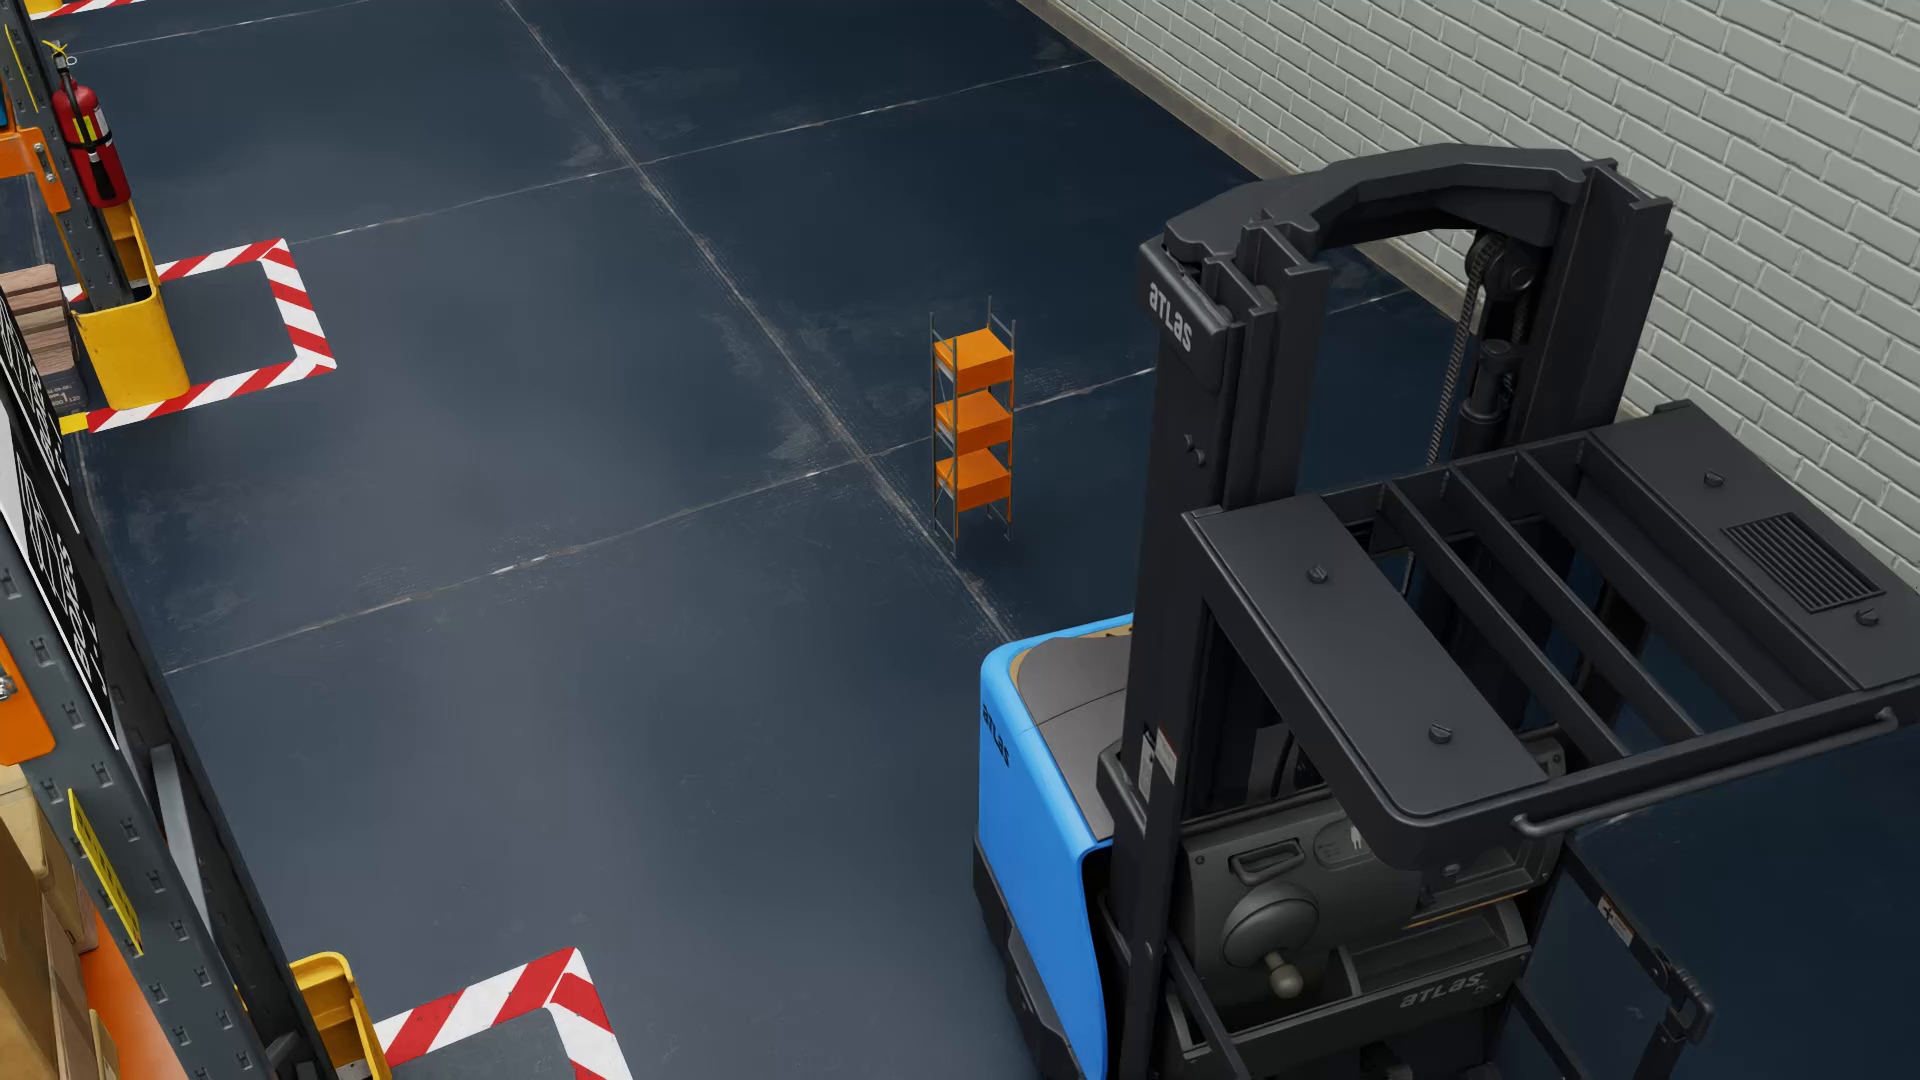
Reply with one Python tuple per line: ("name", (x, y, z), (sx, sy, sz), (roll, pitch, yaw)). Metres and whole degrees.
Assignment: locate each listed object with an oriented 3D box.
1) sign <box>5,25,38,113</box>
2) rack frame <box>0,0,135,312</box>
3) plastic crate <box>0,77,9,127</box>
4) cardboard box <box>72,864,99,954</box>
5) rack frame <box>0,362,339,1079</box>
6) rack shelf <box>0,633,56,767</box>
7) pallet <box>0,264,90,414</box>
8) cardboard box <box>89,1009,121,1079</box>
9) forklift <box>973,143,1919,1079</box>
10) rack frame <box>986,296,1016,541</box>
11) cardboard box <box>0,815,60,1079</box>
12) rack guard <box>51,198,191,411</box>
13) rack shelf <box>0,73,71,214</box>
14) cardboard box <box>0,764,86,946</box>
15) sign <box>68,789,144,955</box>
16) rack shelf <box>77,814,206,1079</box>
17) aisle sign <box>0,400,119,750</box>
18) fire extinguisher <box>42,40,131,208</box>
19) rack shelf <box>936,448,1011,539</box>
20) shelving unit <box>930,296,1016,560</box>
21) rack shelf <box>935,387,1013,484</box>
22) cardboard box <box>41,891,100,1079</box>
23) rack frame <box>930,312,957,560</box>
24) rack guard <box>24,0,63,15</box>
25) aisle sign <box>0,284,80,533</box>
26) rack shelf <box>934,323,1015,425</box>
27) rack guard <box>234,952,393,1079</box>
("sign", (-3.647, -1.830, 6.464), (0.005, 0.325, 0.100), (-19, 44, -21))
("rack frame", (-3.916, -2.078, 6.884), (0.127, 3.000, 1.000), (-19, 44, -21))
("plastic crate", (-4.126, -1.908, 6.608), (0.499, 0.435, 0.616), (-19, 44, -21))
("cardboard box", (-2.095, 0.773, 3.710), (0.250, 0.149, 0.380), (-18, 43, -20))
("rack frame", (-1.626, 0.762, 3.528), (0.053, 2.616, 0.949), (-19, 44, -21))
("rack shelf", (-3.402, 0.486, 2.089), (4.000, 0.370, 1.077), (-19, 44, -21))
("pallet", (-4.665, -0.790, 7.520), (1.213, 0.211, 1.003), (-19, 44, -21))
("cardboard box", (-1.792, 1.151, 3.263), (0.250, 0.149, 0.380), (-18, 43, -20))
("forklift", (1.003, 0.809, 3.526), (1.130, 2.935, 3.031), (-13, 42, -14))
("rack frame", (0.156, -0.453, 6.473), (0.008, 1.050, 0.200), (-19, 44, -21))
("cardboard box", (-1.939, 0.713, 2.891), (0.500, 0.500, 0.500), (-18, 43, -20))
("rack guard", (-3.900, -1.139, 7.708), (0.348, 0.500, 1.175), (-19, 44, -21))
("rack shelf", (-5.690, -1.207, 6.411), (4.000, 0.370, 1.077), (-19, 44, -21))
("cardboard box", (-2.178, 0.692, 3.496), (0.500, 0.250, 0.500), (-20, 44, -22))
("sign", (-1.390, 0.543, 2.708), (0.005, 0.325, 0.100), (-19, 44, -21))
("rack shelf", (-3.402, 1.631, 3.058), (4.000, 0.370, 1.077), (-19, 44, -21))
("aisle sign", (-1.425, -0.082, 2.513), (0.004, 0.787, 0.394), (-19, 44, -21))
("fire extinguisher", (-3.572, -1.691, 6.775), (0.183, 0.674, 0.296), (-19, 44, -21))
("rack shelf", (0.047, -0.196, 6.616), (0.240, 0.259, 0.215), (-19, 44, -21))
("shelving unit", (0.047, -0.417, 6.430), (0.252, 1.050, 0.215), (-19, 44, -21))
("rack shelf", (0.047, -0.409, 6.436), (0.240, 0.259, 0.215), (-19, 44, -21))
("cardboard box", (-1.935, 1.000, 3.132), (0.500, 0.250, 0.500), (-19, 44, -21))
("rack frame", (-0.061, -0.380, 6.387), (0.008, 1.050, 0.200), (-19, 44, -21))
("rack guard", (-6.268, -3.941, 11.019), (0.348, 0.500, 1.175), (-19, 44, -21))
("aisle sign", (-1.703, -0.426, 2.919), (0.004, 0.787, 0.394), (-19, 44, -21))
("rack shelf", (0.047, -0.625, 6.253), (0.240, 0.259, 0.215), (-19, 44, -21))
("rack guard", (-1.607, 1.707, 4.347), (0.348, 0.500, 1.175), (-19, 44, -21))
